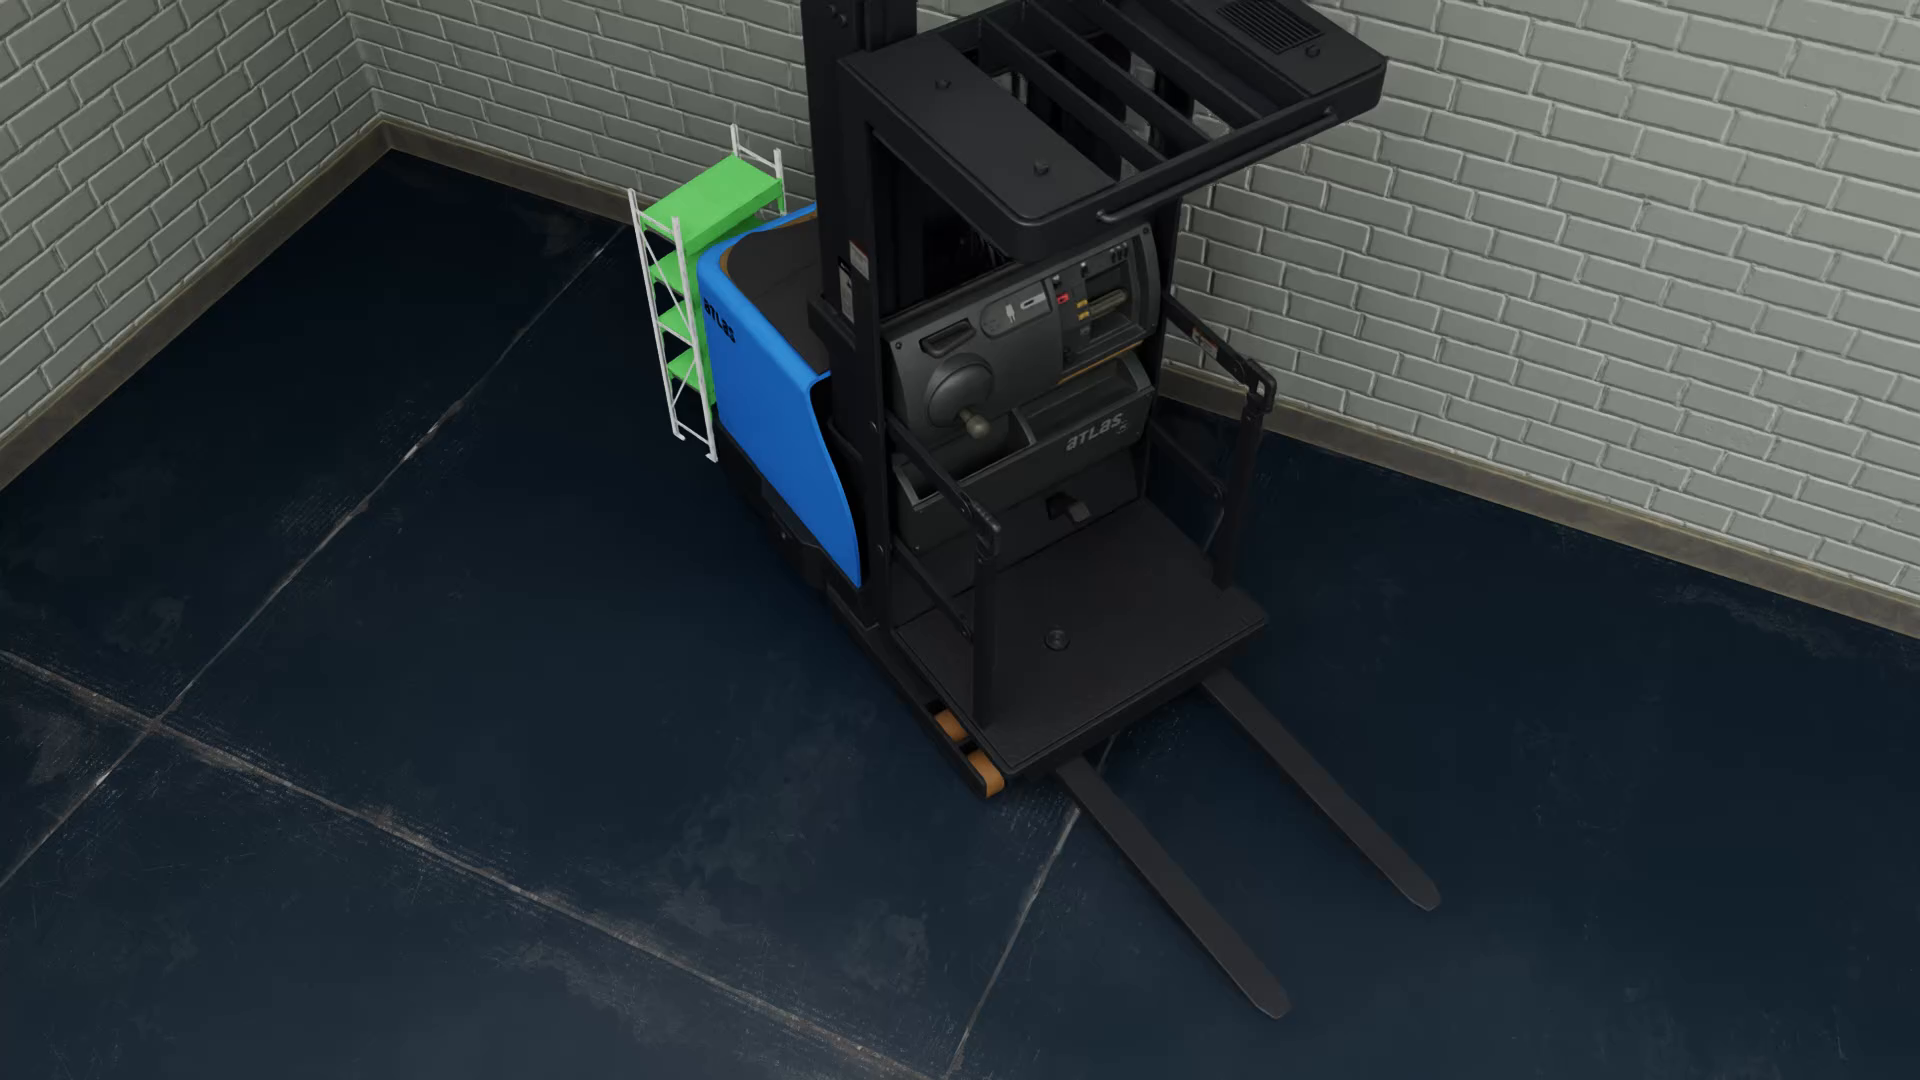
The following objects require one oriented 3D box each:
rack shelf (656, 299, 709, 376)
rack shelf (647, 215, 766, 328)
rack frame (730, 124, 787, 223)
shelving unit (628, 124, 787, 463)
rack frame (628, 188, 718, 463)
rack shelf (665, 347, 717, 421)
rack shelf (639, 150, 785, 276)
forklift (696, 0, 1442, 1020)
[{"bbox_3d":[-0.884,-0.854,6.273,0.258,0.148,0.480,33,57,25],"label":"rack shelf"},{"bbox_3d":[-0.884,-1.009,6.090,0.258,0.148,0.480,33,57,25],"label":"rack shelf"},{"bbox_3d":[-0.725,-1.036,6.344,0.240,1.200,0.015,33,57,25],"label":"rack frame"},{"bbox_3d":[-0.884,-0.895,6.224,0.258,1.200,0.503,33,57,25],"label":"shelving unit"},{"bbox_3d":[-1.044,-0.754,6.104,0.240,1.200,0.015,33,57,25],"label":"rack frame"},{"bbox_3d":[-0.884,-0.698,6.455,0.258,0.148,0.480,33,57,25],"label":"rack shelf"},{"bbox_3d":[-0.884,-1.165,5.907,0.258,0.148,0.480,33,57,25],"label":"rack shelf"},{"bbox_3d":[0.327,-0.518,4.767,1.130,2.935,3.031,-28,55,-22],"label":"forklift"}]
